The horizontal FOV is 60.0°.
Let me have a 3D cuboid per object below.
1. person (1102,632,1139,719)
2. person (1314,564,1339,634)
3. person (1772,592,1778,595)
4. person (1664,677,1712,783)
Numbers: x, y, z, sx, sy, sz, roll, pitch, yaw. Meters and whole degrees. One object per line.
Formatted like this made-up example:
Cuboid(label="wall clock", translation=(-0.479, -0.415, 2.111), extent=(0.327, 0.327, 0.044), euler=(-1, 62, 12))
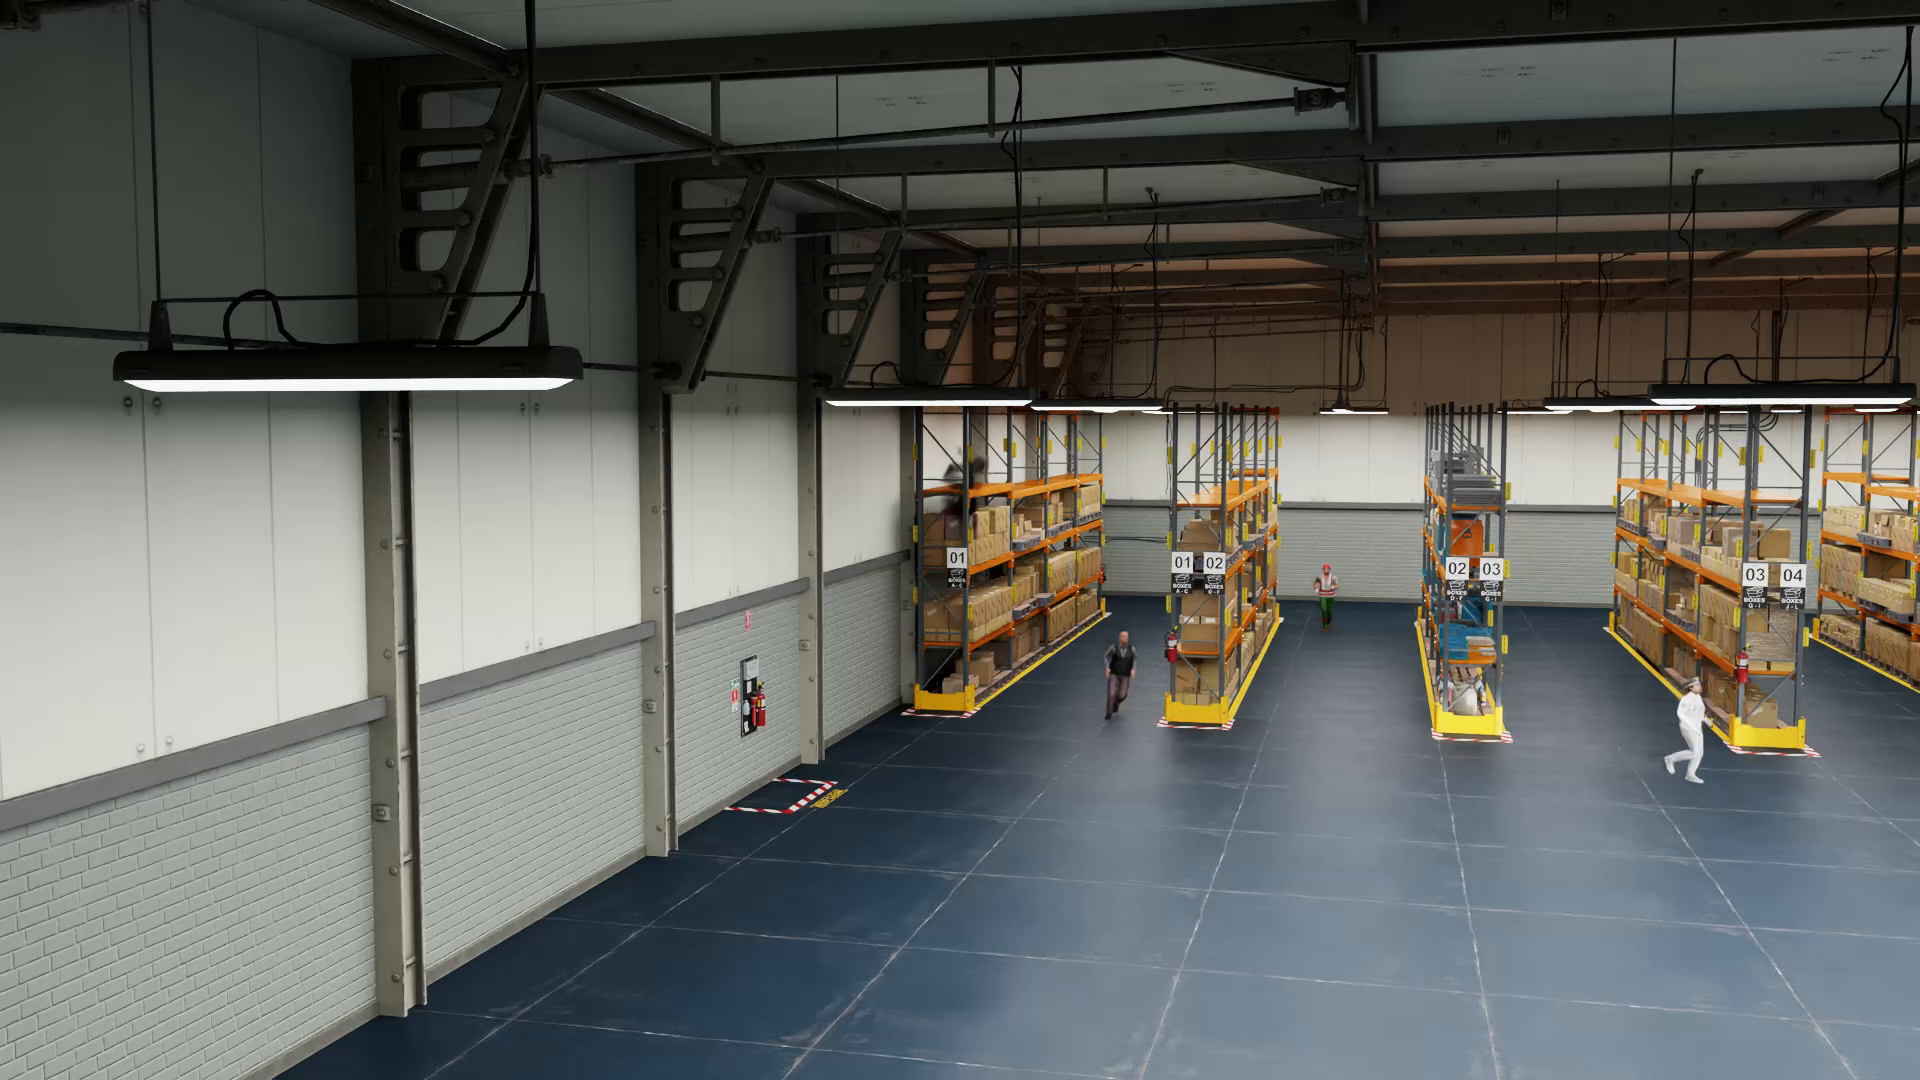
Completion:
Cuboid(label="person", translation=(3.055, 2.569, 31.608), extent=(0.704, 1.663, 0.538), euler=(0, 4, -1))
Cuboid(label="person", translation=(9.773, 1.542, 44.348), extent=(0.649, 1.812, 0.858), euler=(1, 4, 9))
Cuboid(label="person", translation=(21.073, 1.737, 43.514), extent=(0.630, 1.549, 0.837), euler=(3, 5, 31))
Cuboid(label="person", translation=(11.491, 2.967, 26.216), extent=(0.603, 1.676, 0.615), euler=(4, 6, 45))
